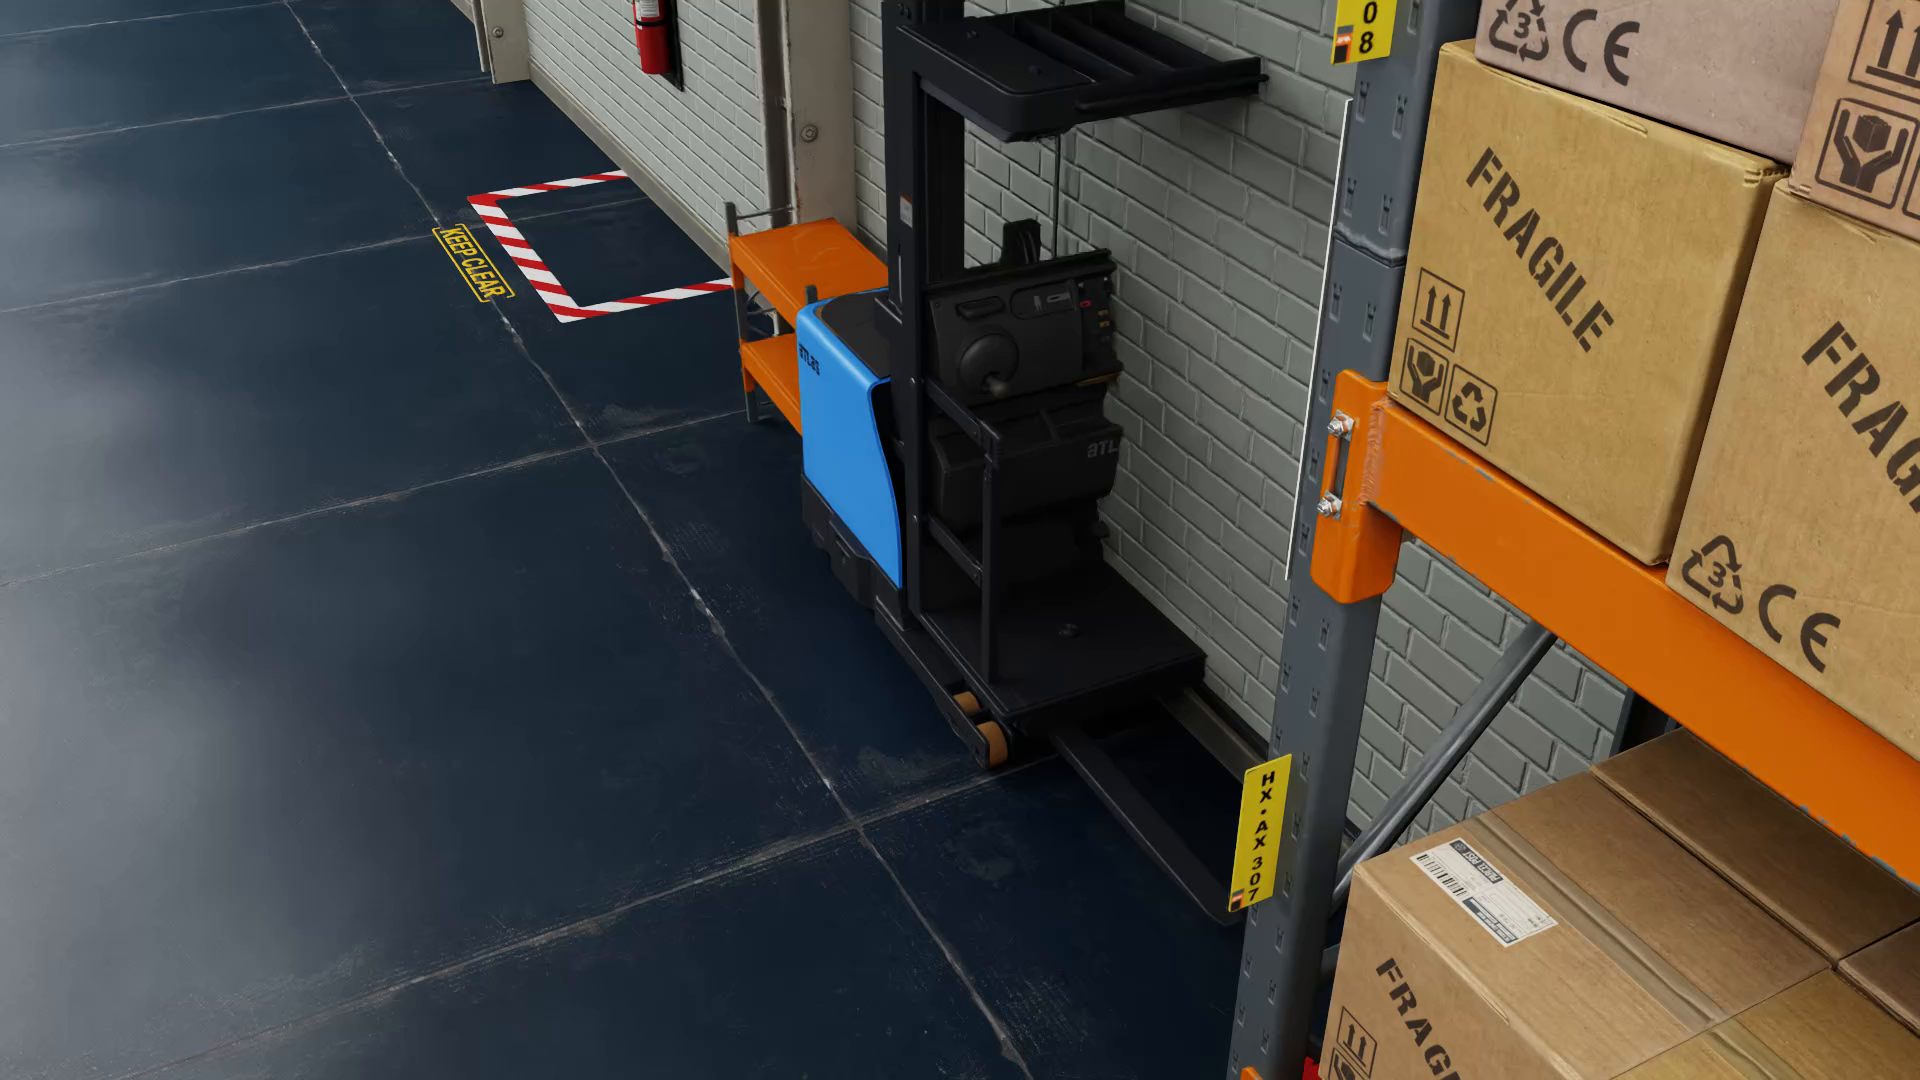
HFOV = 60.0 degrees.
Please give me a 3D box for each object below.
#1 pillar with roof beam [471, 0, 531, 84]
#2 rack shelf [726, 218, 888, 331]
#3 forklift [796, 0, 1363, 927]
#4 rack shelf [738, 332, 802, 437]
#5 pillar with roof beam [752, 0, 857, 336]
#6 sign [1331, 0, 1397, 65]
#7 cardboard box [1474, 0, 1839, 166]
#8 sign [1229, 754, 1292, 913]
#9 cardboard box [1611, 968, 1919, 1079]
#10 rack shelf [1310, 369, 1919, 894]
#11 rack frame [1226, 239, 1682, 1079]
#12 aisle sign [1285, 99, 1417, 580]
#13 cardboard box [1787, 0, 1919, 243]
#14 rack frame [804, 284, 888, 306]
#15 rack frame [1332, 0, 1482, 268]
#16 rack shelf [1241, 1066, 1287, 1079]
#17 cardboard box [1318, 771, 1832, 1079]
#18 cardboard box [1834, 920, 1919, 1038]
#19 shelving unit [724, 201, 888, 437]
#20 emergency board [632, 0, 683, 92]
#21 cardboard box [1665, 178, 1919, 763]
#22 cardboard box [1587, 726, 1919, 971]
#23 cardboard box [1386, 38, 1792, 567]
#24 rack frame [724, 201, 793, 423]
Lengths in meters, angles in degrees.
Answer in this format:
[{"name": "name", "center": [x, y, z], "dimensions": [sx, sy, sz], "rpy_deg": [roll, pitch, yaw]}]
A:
[{"name": "pillar with roof beam", "center": [-7.312, -6.317, 8.767], "dimensions": [9.100, 9.000, 0.400], "rpy_deg": [-16, 36, -23]}, {"name": "rack shelf", "center": [-0.610, -1.108, 7.357], "dimensions": [0.538, 0.278, 1.000], "rpy_deg": [-16, 36, -20]}, {"name": "forklift", "center": [0.425, -0.691, 5.611], "dimensions": [1.130, 2.935, 3.031], "rpy_deg": [-15, 36, -22]}, {"name": "rack shelf", "center": [-0.597, -0.659, 7.652], "dimensions": [0.538, 0.278, 1.000], "rpy_deg": [-16, 36, -20]}, {"name": "pillar with roof beam", "center": [-4.514, -3.453, 4.298], "dimensions": [9.100, 9.000, 0.400], "rpy_deg": [-16, 36, -23]}, {"name": "sign", "center": [0.520, -0.758, 2.061], "dimensions": [0.100, 0.325, 0.005], "rpy_deg": [-16, 36, -23]}, {"name": "cardboard box", "center": [0.965, -0.753, 1.826], "dimensions": [0.500, 0.500, 0.500], "rpy_deg": [-19, 37, -26]}, {"name": "sign", "center": [0.520, 0.509, 2.872], "dimensions": [0.100, 0.325, 0.005], "rpy_deg": [-16, 36, -23]}, {"name": "cardboard box", "center": [1.178, 1.018, 2.306], "dimensions": [0.500, 0.500, 0.500], "rpy_deg": [-16, 36, -23]}, {"name": "rack shelf", "center": [1.932, 0.731, 1.214], "dimensions": [1.077, 0.370, 4.000], "rpy_deg": [-16, 36, -23]}, {"name": "rack frame", "center": [1.000, 0.737, 3.319], "dimensions": [1.000, 3.000, 0.127], "rpy_deg": [-16, 36, -23]}, {"name": "aisle sign", "center": [0.701, -0.317, 2.554], "dimensions": [0.394, 0.787, 0.004], "rpy_deg": [-16, 36, -23]}, {"name": "cardboard box", "center": [1.154, -0.501, 1.432], "dimensions": [0.500, 0.500, 0.500], "rpy_deg": [-16, 36, -24]}, {"name": "rack frame", "center": [-0.385, -0.615, 7.131], "dimensions": [0.500, 1.125, 0.032], "rpy_deg": [-16, 36, -20]}, {"name": "rack frame", "center": [1.000, -1.789, 1.701], "dimensions": [1.000, 3.000, 0.127], "rpy_deg": [-16, 36, -23]}, {"name": "rack shelf", "center": [1.932, 1.994, 2.023], "dimensions": [1.077, 0.370, 4.000], "rpy_deg": [-16, 36, -23]}, {"name": "cardboard box", "center": [0.957, 0.779, 2.678], "dimensions": [0.500, 0.500, 0.500], "rpy_deg": [-16, 36, -23]}, {"name": "cardboard box", "center": [1.634, 0.890, 2.505], "dimensions": [0.500, 0.500, 0.500], "rpy_deg": [-15, 36, -22]}, {"name": "shelving unit", "center": [-0.603, -0.863, 7.518], "dimensions": [0.538, 1.125, 1.048], "rpy_deg": [-16, 36, -20]}, {"name": "emergency board", "center": [-1.824, -3.199, 9.462], "dimensions": [0.194, 1.169, 0.643], "rpy_deg": [-16, 36, -23]}, {"name": "cardboard box", "center": [1.154, -0.089, 1.716], "dimensions": [0.500, 0.500, 0.500], "rpy_deg": [-13, 35, -20]}, {"name": "cardboard box", "center": [1.408, 0.647, 2.884], "dimensions": [0.500, 0.500, 0.500], "rpy_deg": [-16, 36, -24]}, {"name": "cardboard box", "center": [0.935, -0.354, 2.130], "dimensions": [0.500, 0.500, 0.500], "rpy_deg": [-15, 36, -22]}, {"name": "rack frame", "center": [-0.821, -1.110, 7.905], "dimensions": [0.500, 1.125, 0.032], "rpy_deg": [-16, 36, -20]}]
